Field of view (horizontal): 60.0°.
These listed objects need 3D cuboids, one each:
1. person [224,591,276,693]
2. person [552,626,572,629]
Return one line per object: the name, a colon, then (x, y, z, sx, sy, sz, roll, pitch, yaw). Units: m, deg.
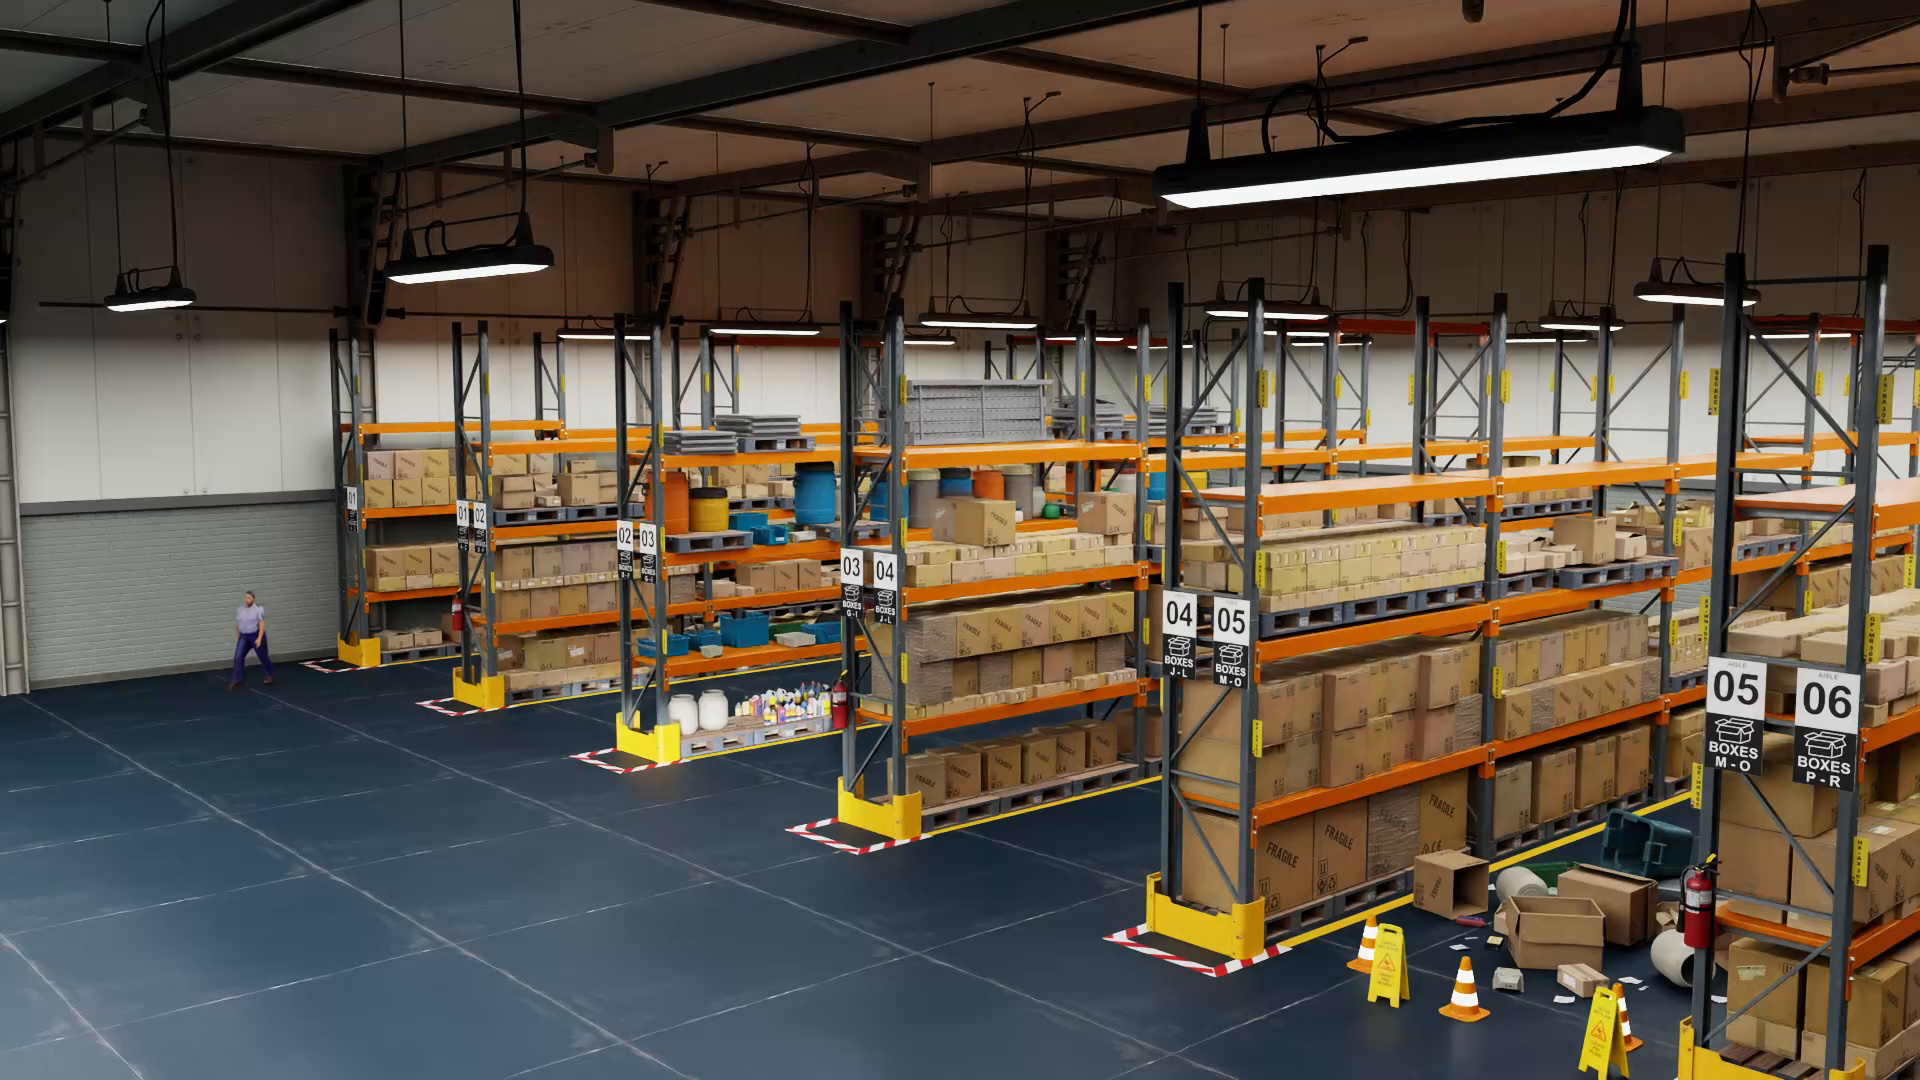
person: (-11.732, 1.655, 27.486, 0.552, 1.618, 0.942, 2, 6, 15)
person: (-7.176, 1.397, 30.106, 0.496, 1.555, 0.886, 4, 7, 32)
